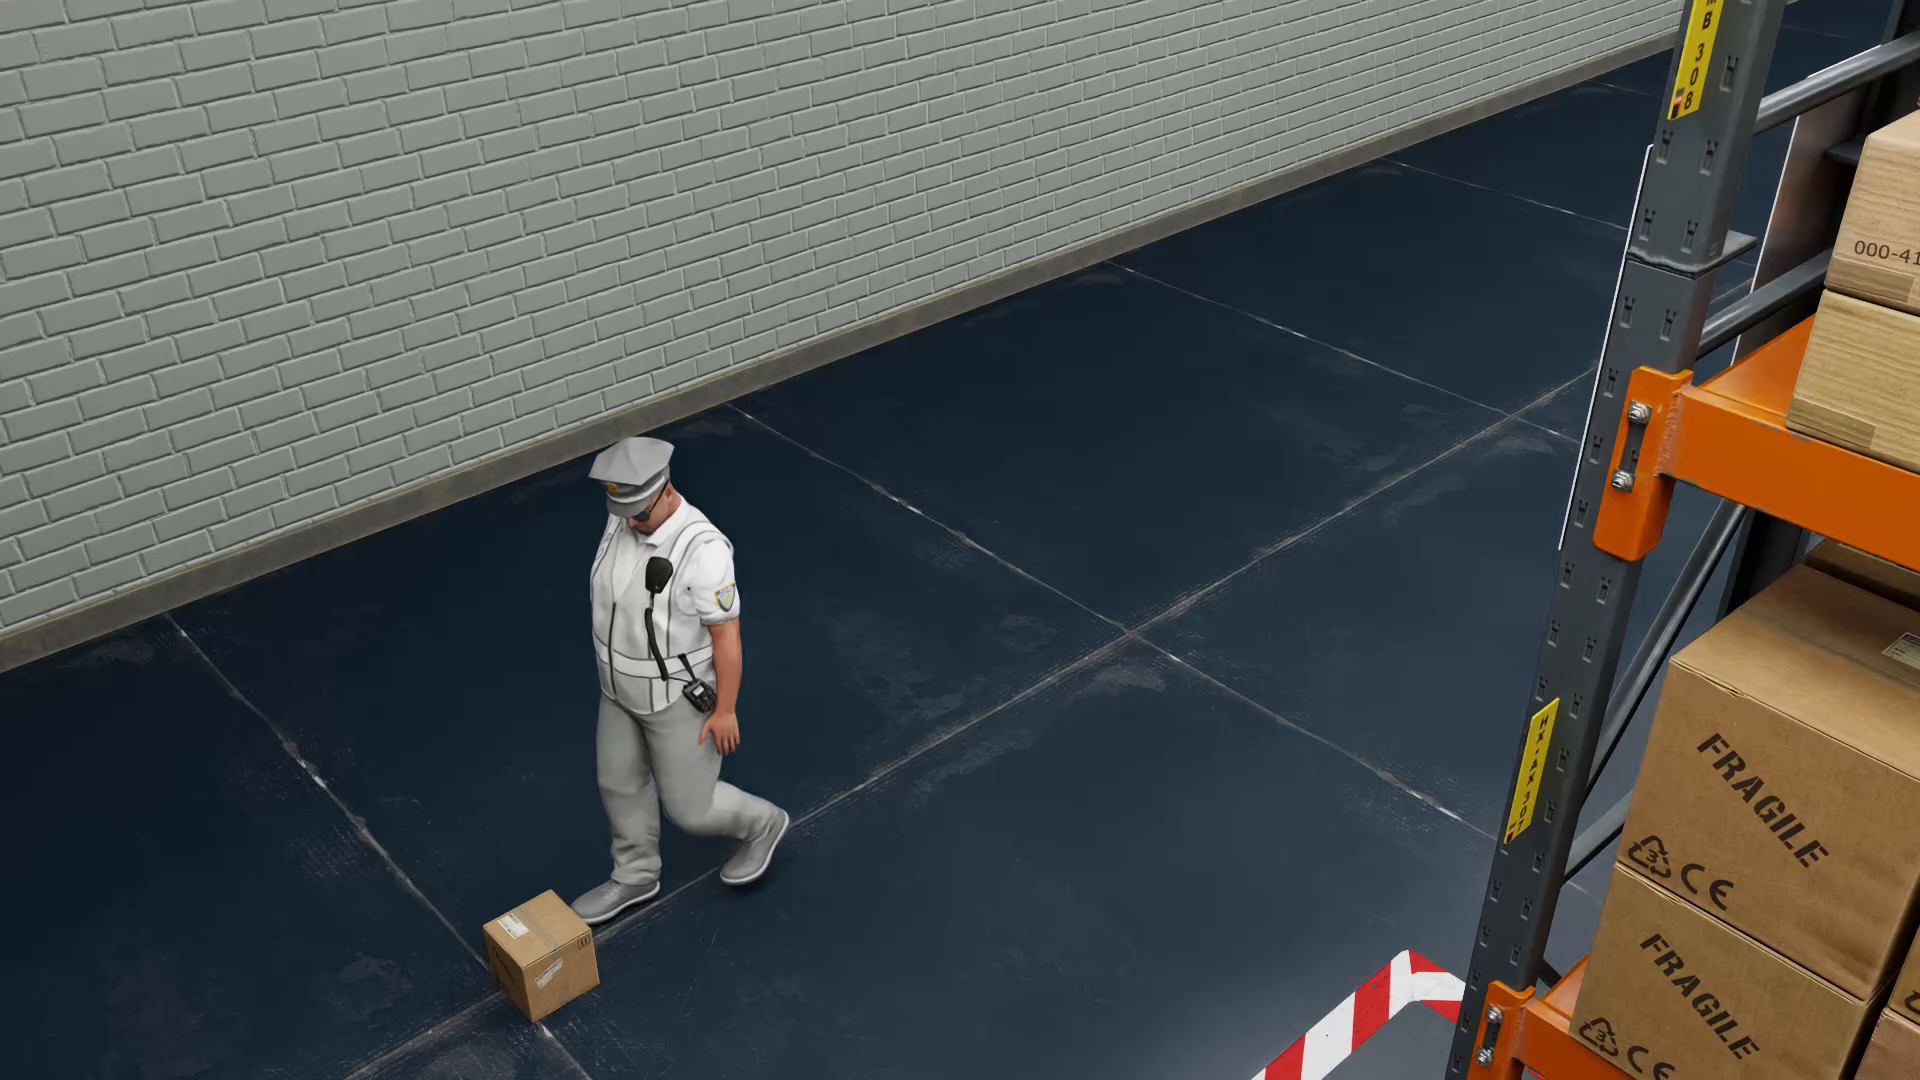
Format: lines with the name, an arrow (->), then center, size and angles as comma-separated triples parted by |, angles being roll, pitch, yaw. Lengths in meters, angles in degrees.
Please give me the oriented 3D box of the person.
person -> -0.968, 0.475, 5.341 | 0.569, 1.715, 0.747 | 26, 40, 35
